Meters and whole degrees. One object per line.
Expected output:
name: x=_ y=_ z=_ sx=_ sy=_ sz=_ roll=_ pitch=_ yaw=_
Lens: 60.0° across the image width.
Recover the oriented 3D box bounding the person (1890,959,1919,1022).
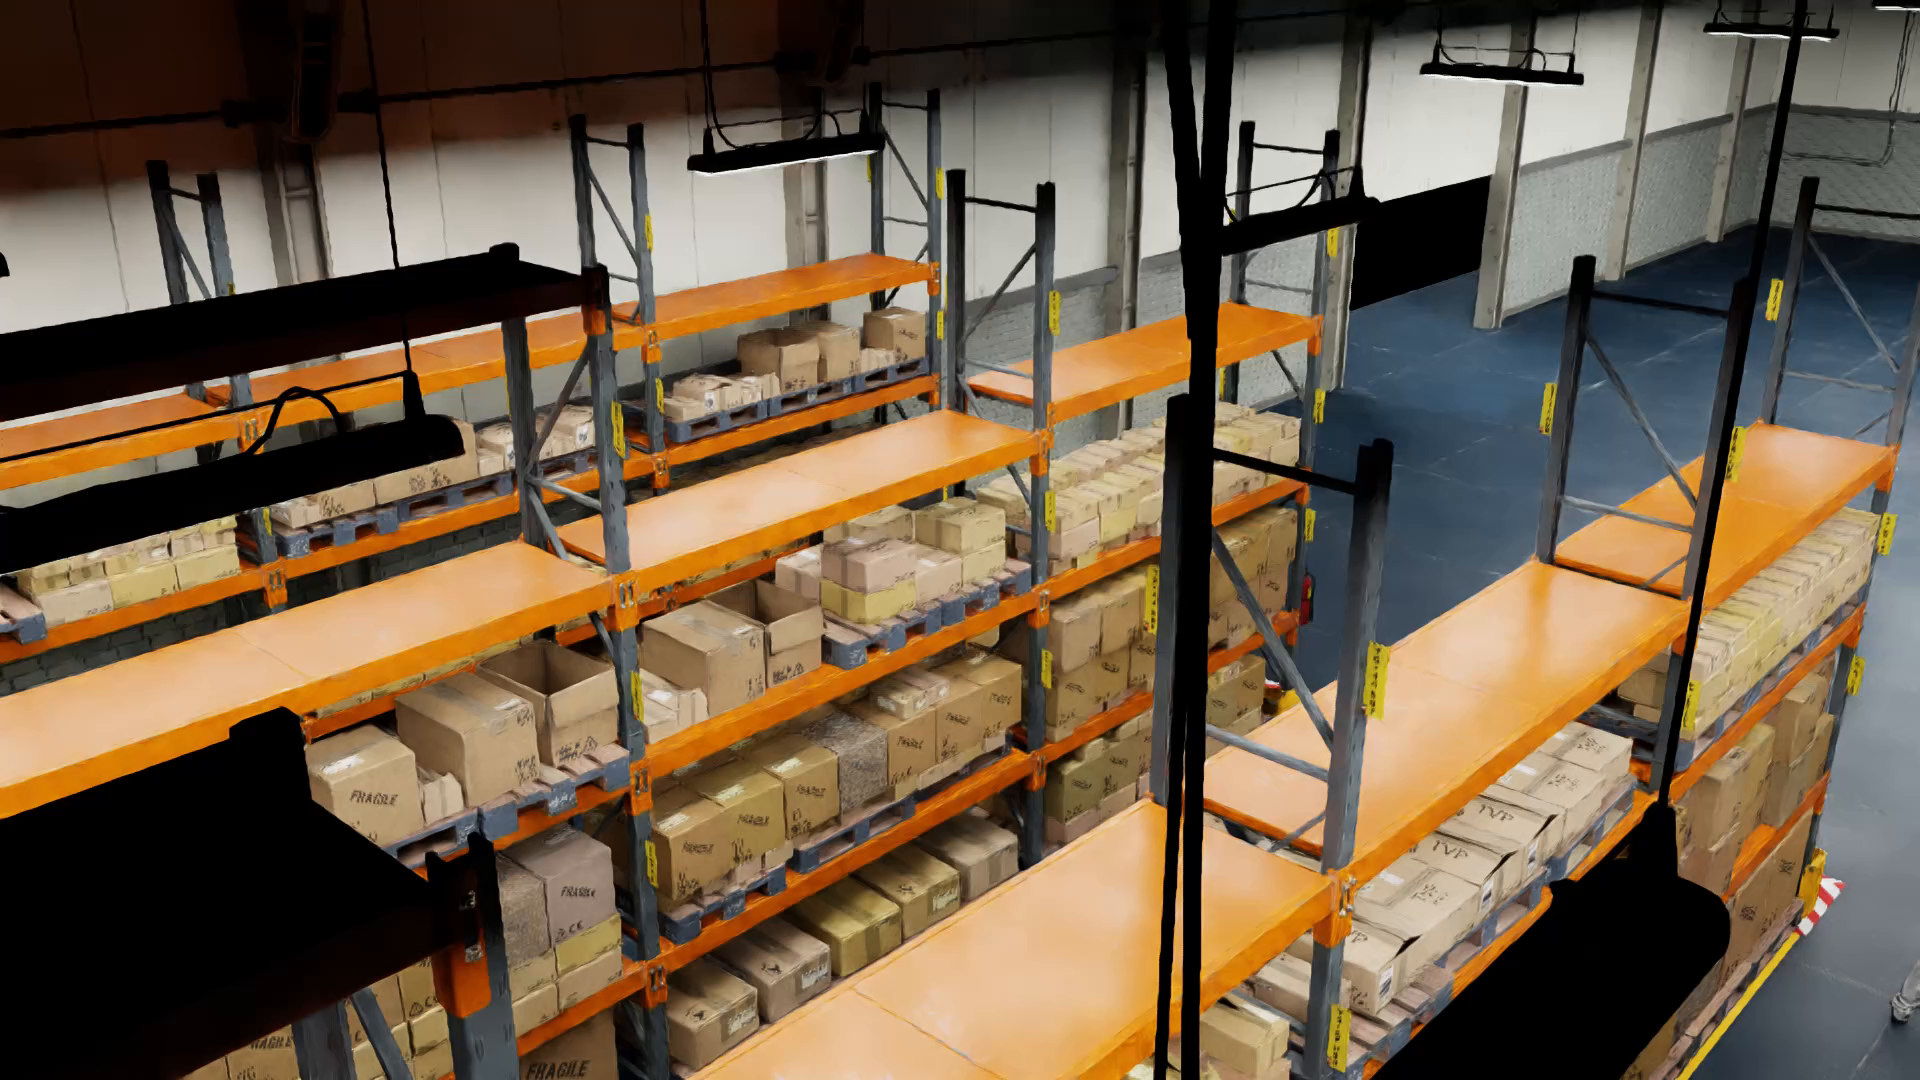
person: x=7.564 y=2.817 z=12.395 sx=0.982 sy=1.740 sz=0.606 roll=-10 pitch=23 yaw=-23
